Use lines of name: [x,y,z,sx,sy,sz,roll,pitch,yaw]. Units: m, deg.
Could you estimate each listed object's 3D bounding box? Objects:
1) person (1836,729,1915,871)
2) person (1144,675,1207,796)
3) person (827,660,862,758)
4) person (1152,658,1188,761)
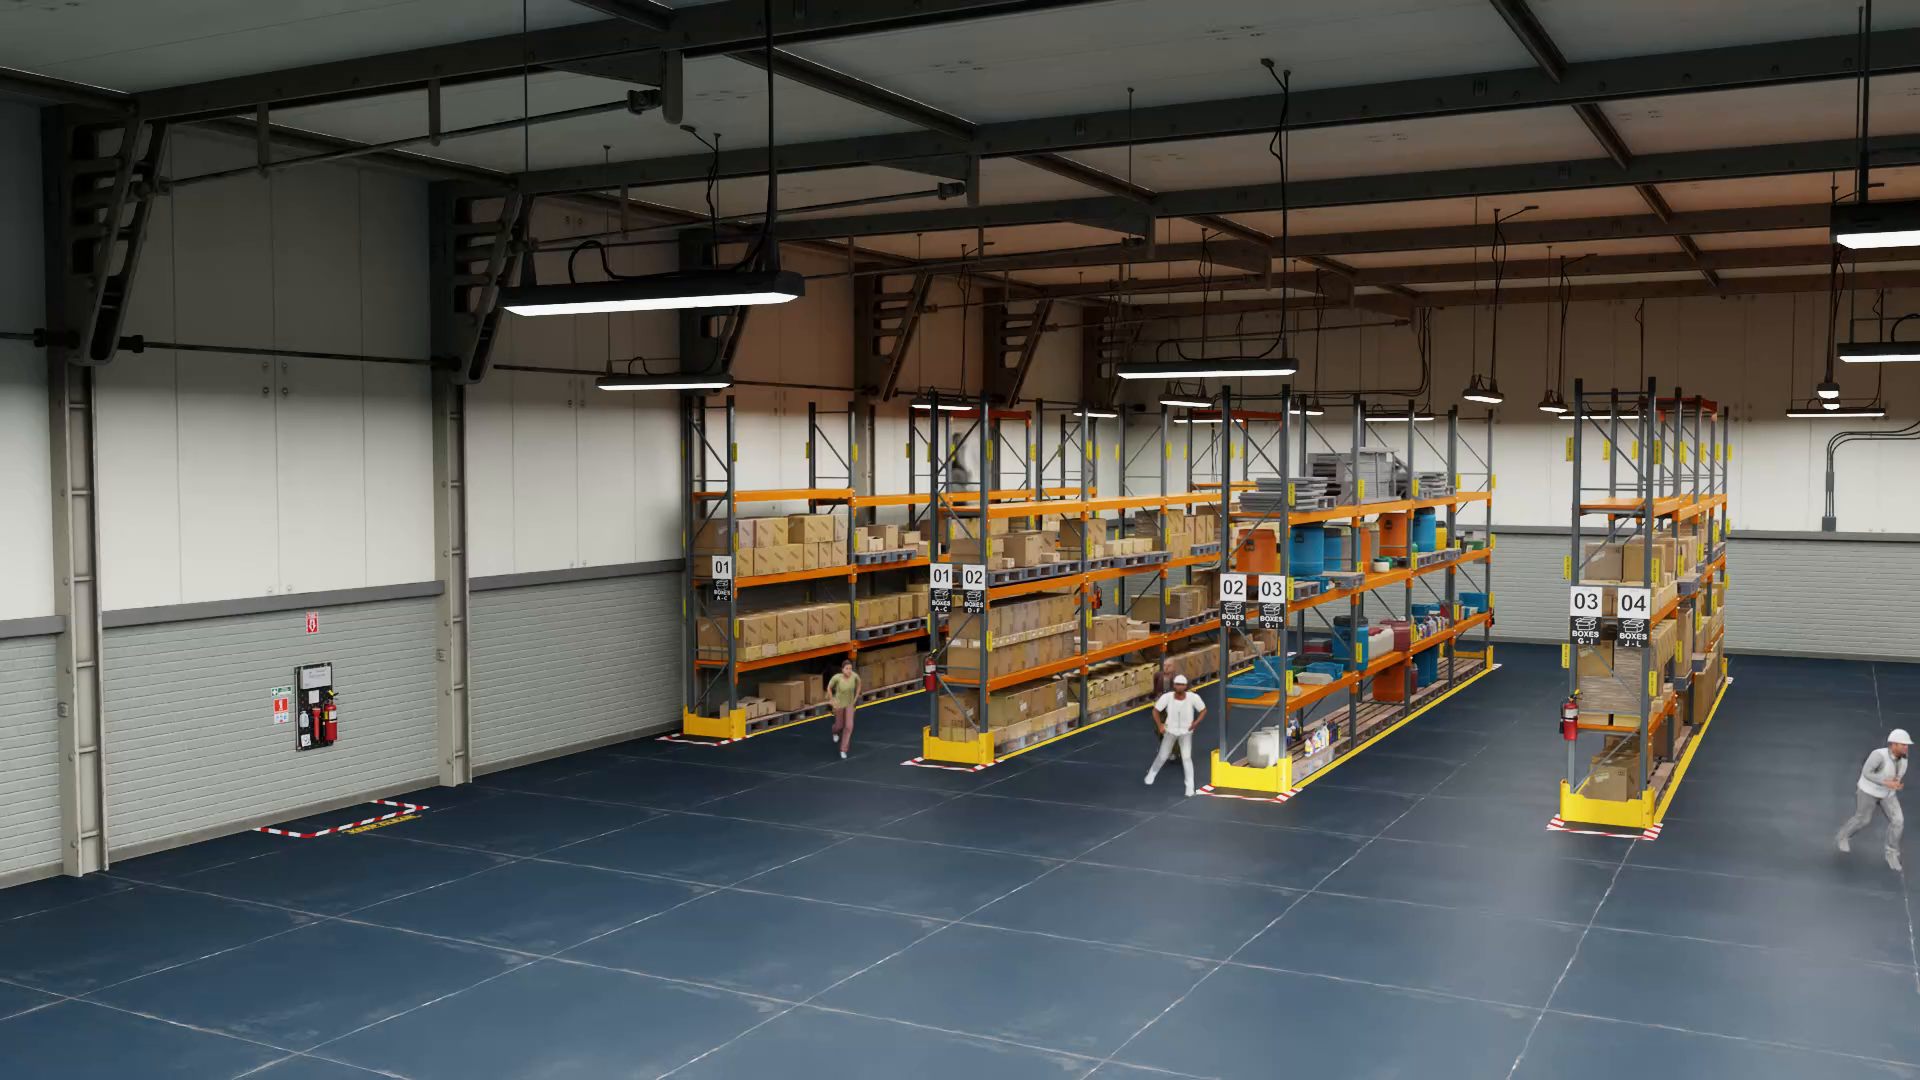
person: [11.161,3.116,20.277,0.701,1.733,1.042,-1,3,-18]
person: [3.188,2.861,24.565,0.915,1.758,0.744,0,3,6]
person: [-1.949,2.770,27.634,0.583,1.621,0.878,-1,3,-23]
person: [3.349,2.721,26.610,0.658,1.684,0.827,1,3,23]
